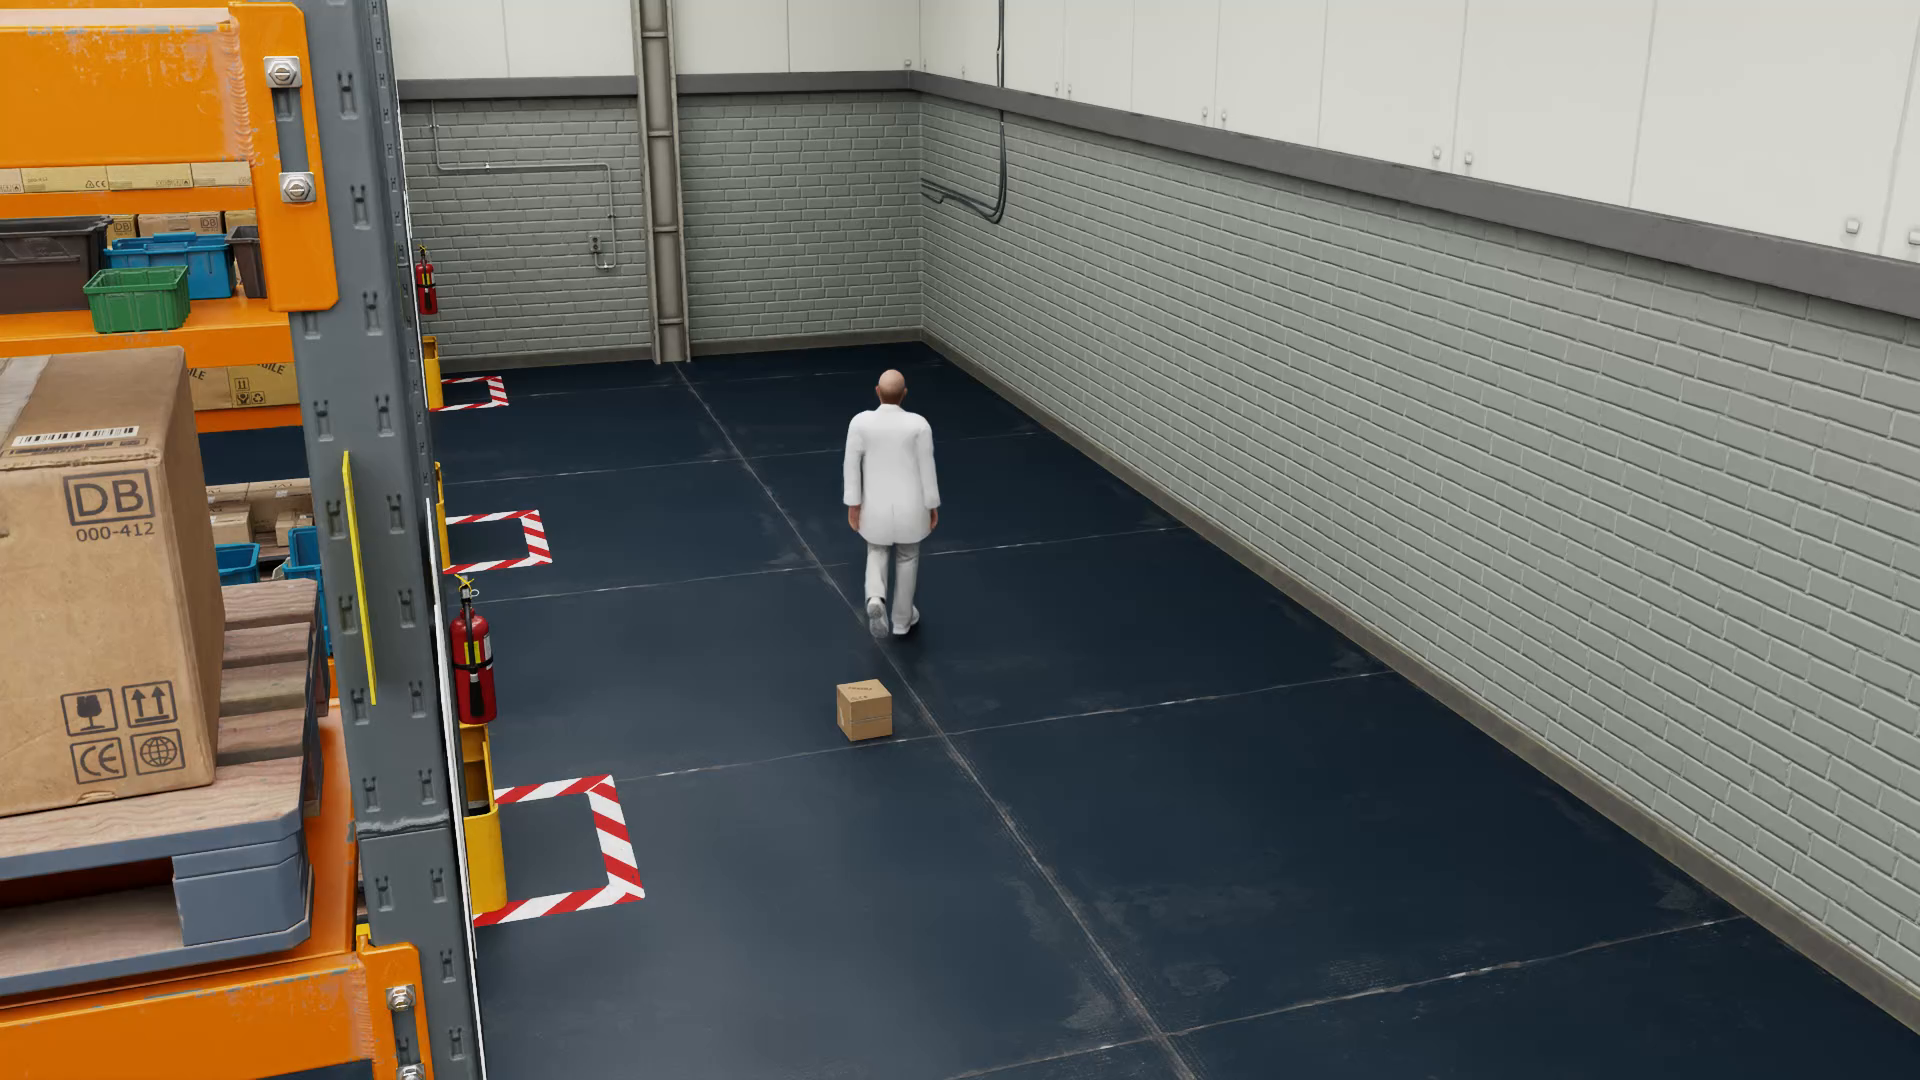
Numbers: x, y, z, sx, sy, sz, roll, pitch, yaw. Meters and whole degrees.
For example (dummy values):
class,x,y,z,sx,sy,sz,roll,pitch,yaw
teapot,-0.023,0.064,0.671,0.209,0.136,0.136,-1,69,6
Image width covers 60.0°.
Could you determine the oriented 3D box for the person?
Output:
class,x,y,z,sx,sy,sz,roll,pitch,yaw
person,-0.440,-0.221,10.658,0.620,1.759,0.647,2,19,6
